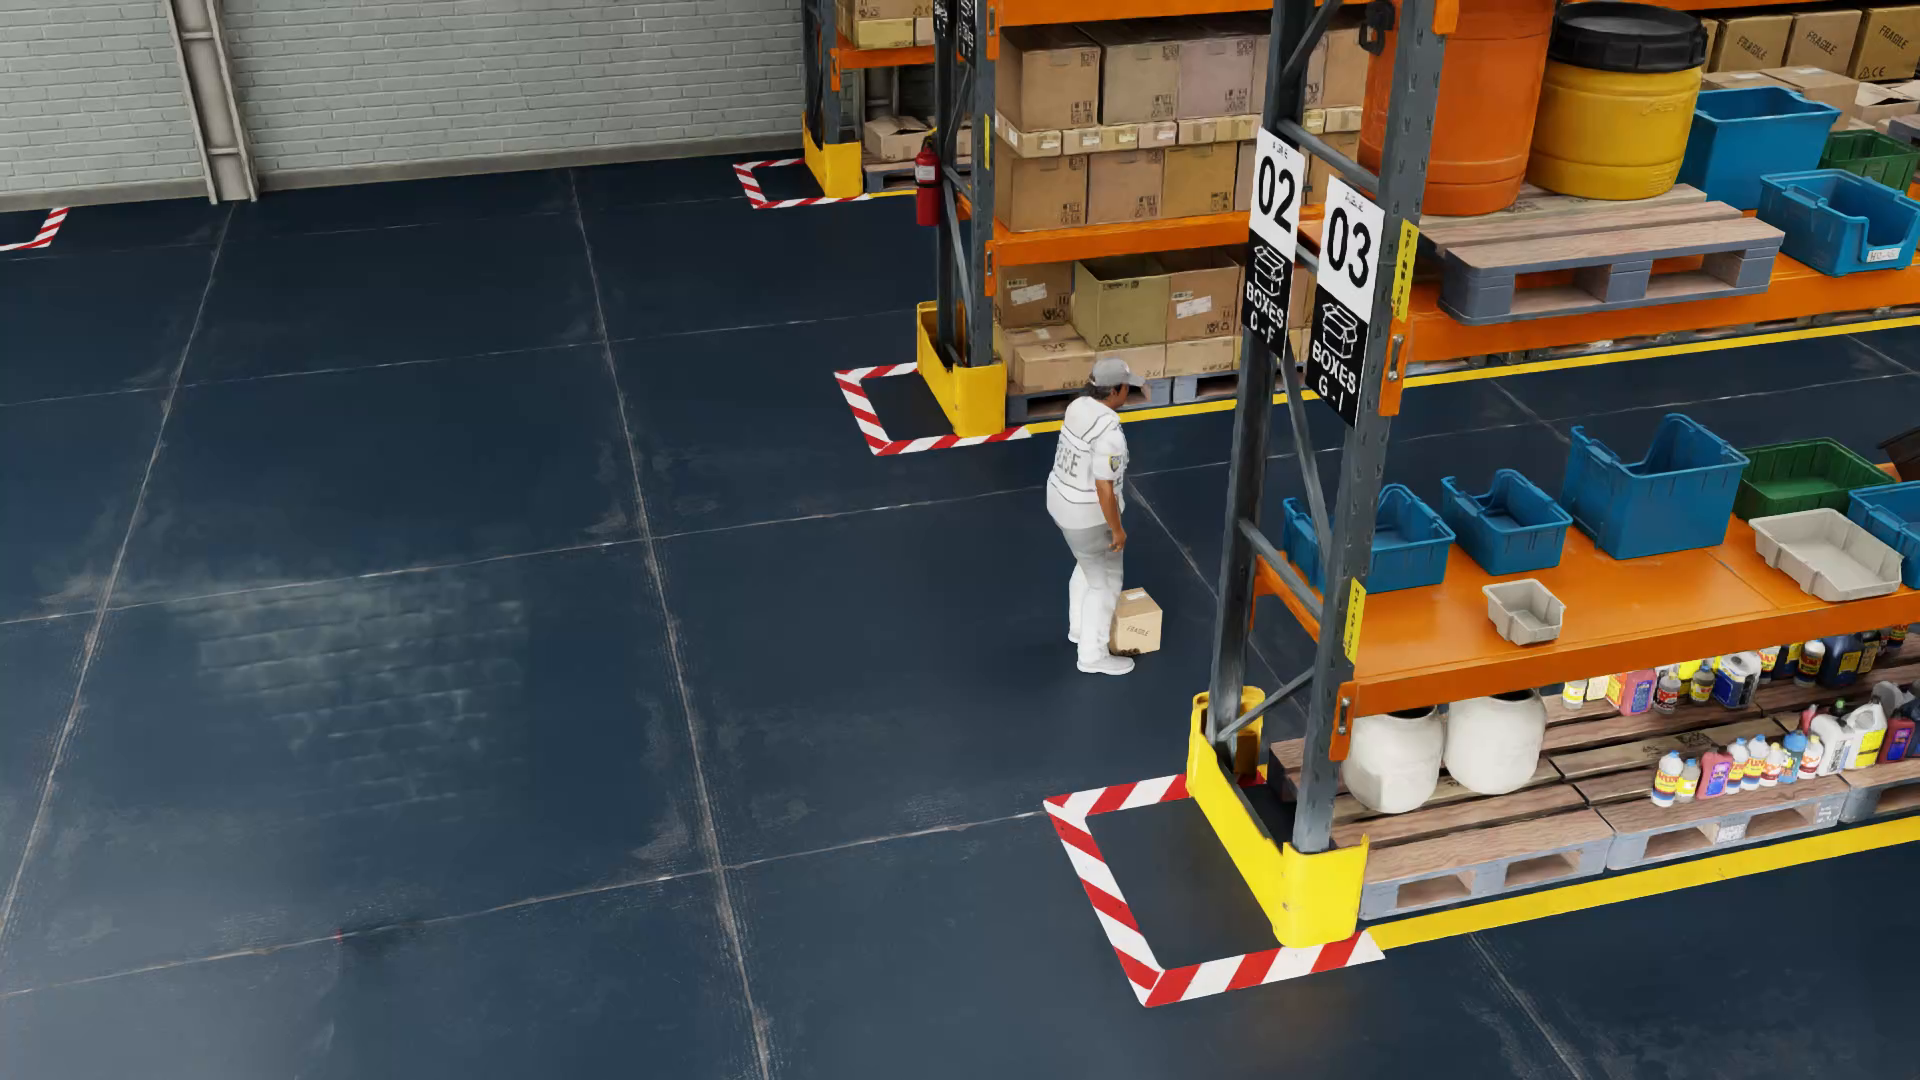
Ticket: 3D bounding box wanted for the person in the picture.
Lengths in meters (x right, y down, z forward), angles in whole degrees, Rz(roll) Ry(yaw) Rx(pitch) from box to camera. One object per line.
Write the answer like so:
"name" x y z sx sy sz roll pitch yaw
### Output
"person" 0.695 -0.139 8.462 0.463 1.667 0.563 -9 32 -16
